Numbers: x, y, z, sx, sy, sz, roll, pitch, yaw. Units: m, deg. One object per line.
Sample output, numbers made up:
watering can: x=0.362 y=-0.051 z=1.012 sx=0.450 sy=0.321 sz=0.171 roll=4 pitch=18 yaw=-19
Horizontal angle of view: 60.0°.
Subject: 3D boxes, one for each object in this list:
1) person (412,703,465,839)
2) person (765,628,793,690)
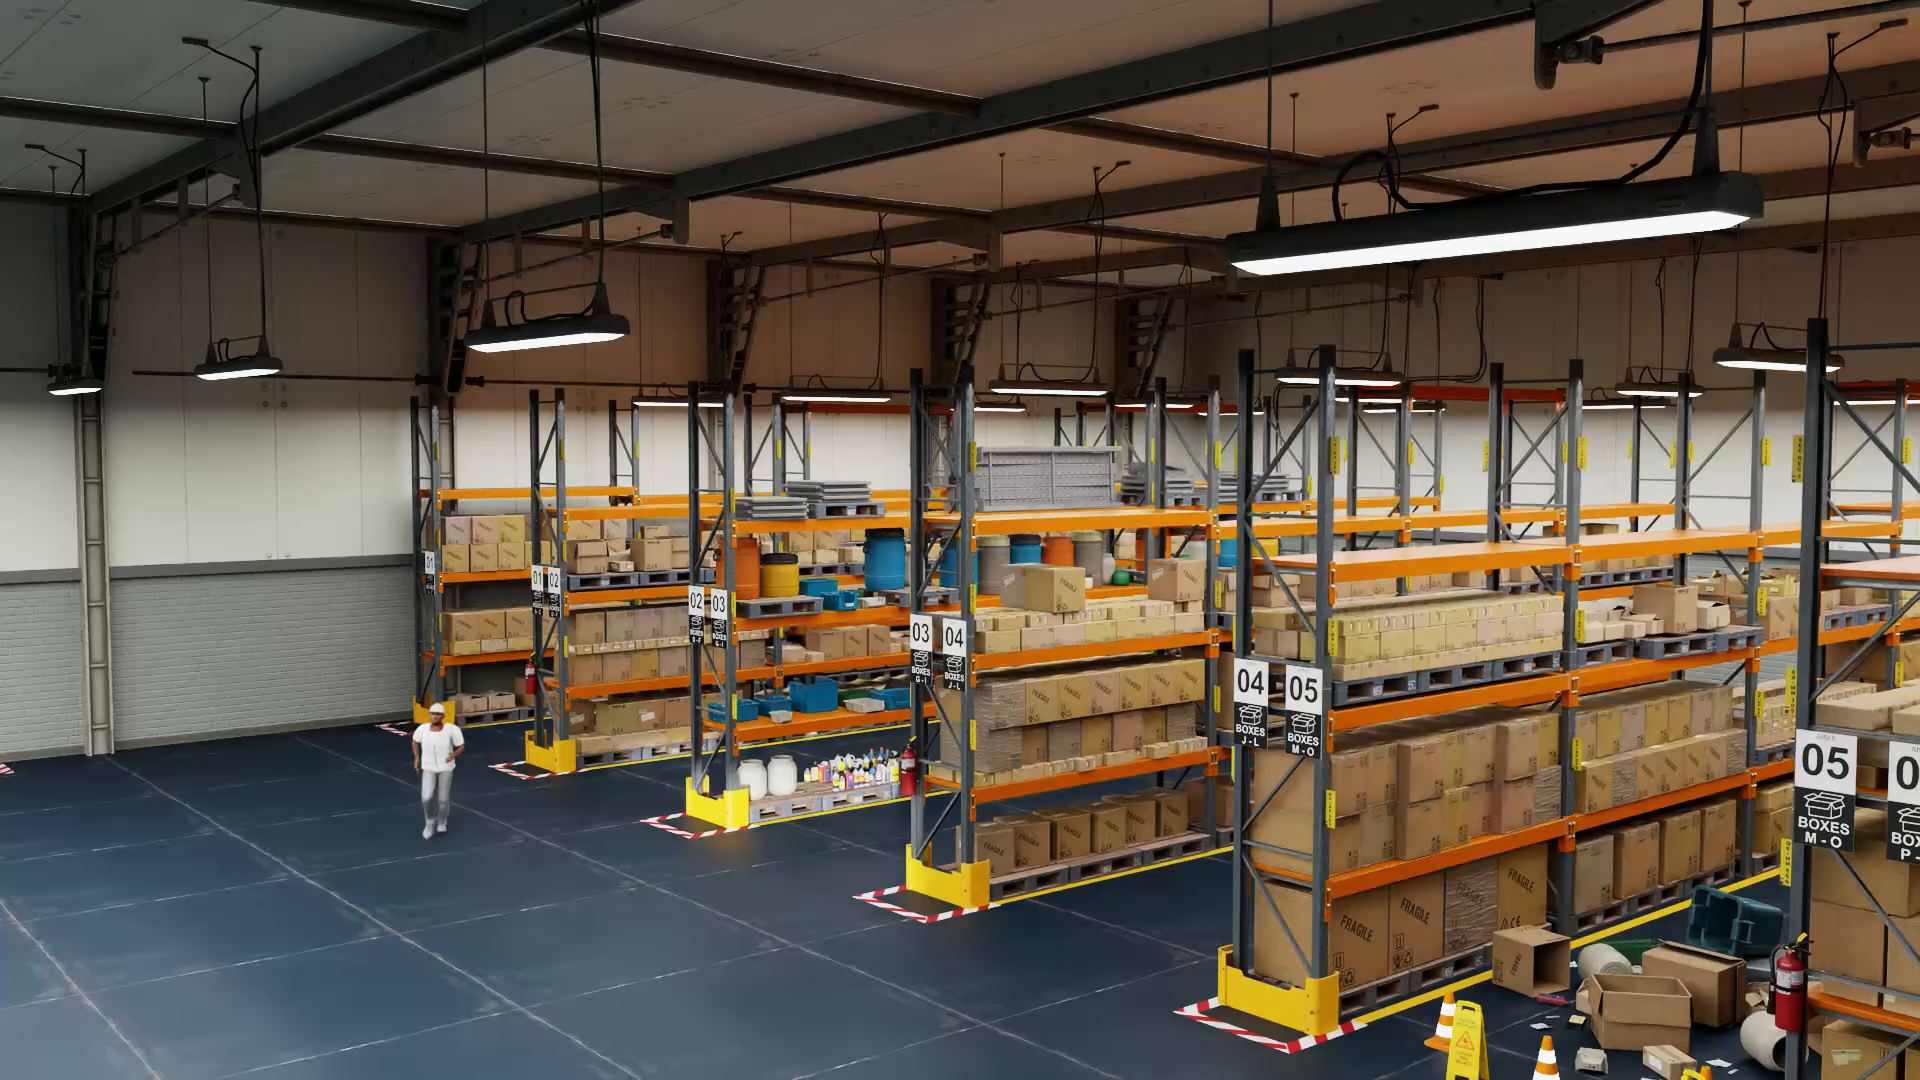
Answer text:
person: x=-6.817 y=3.014 z=21.716 sx=0.691 sy=1.773 sz=0.701 roll=-1 pitch=3 yaw=-12
person: x=-3.361 y=2.512 z=31.386 sx=0.698 sy=1.668 sz=0.565 roll=-3 pitch=5 yaw=-44
